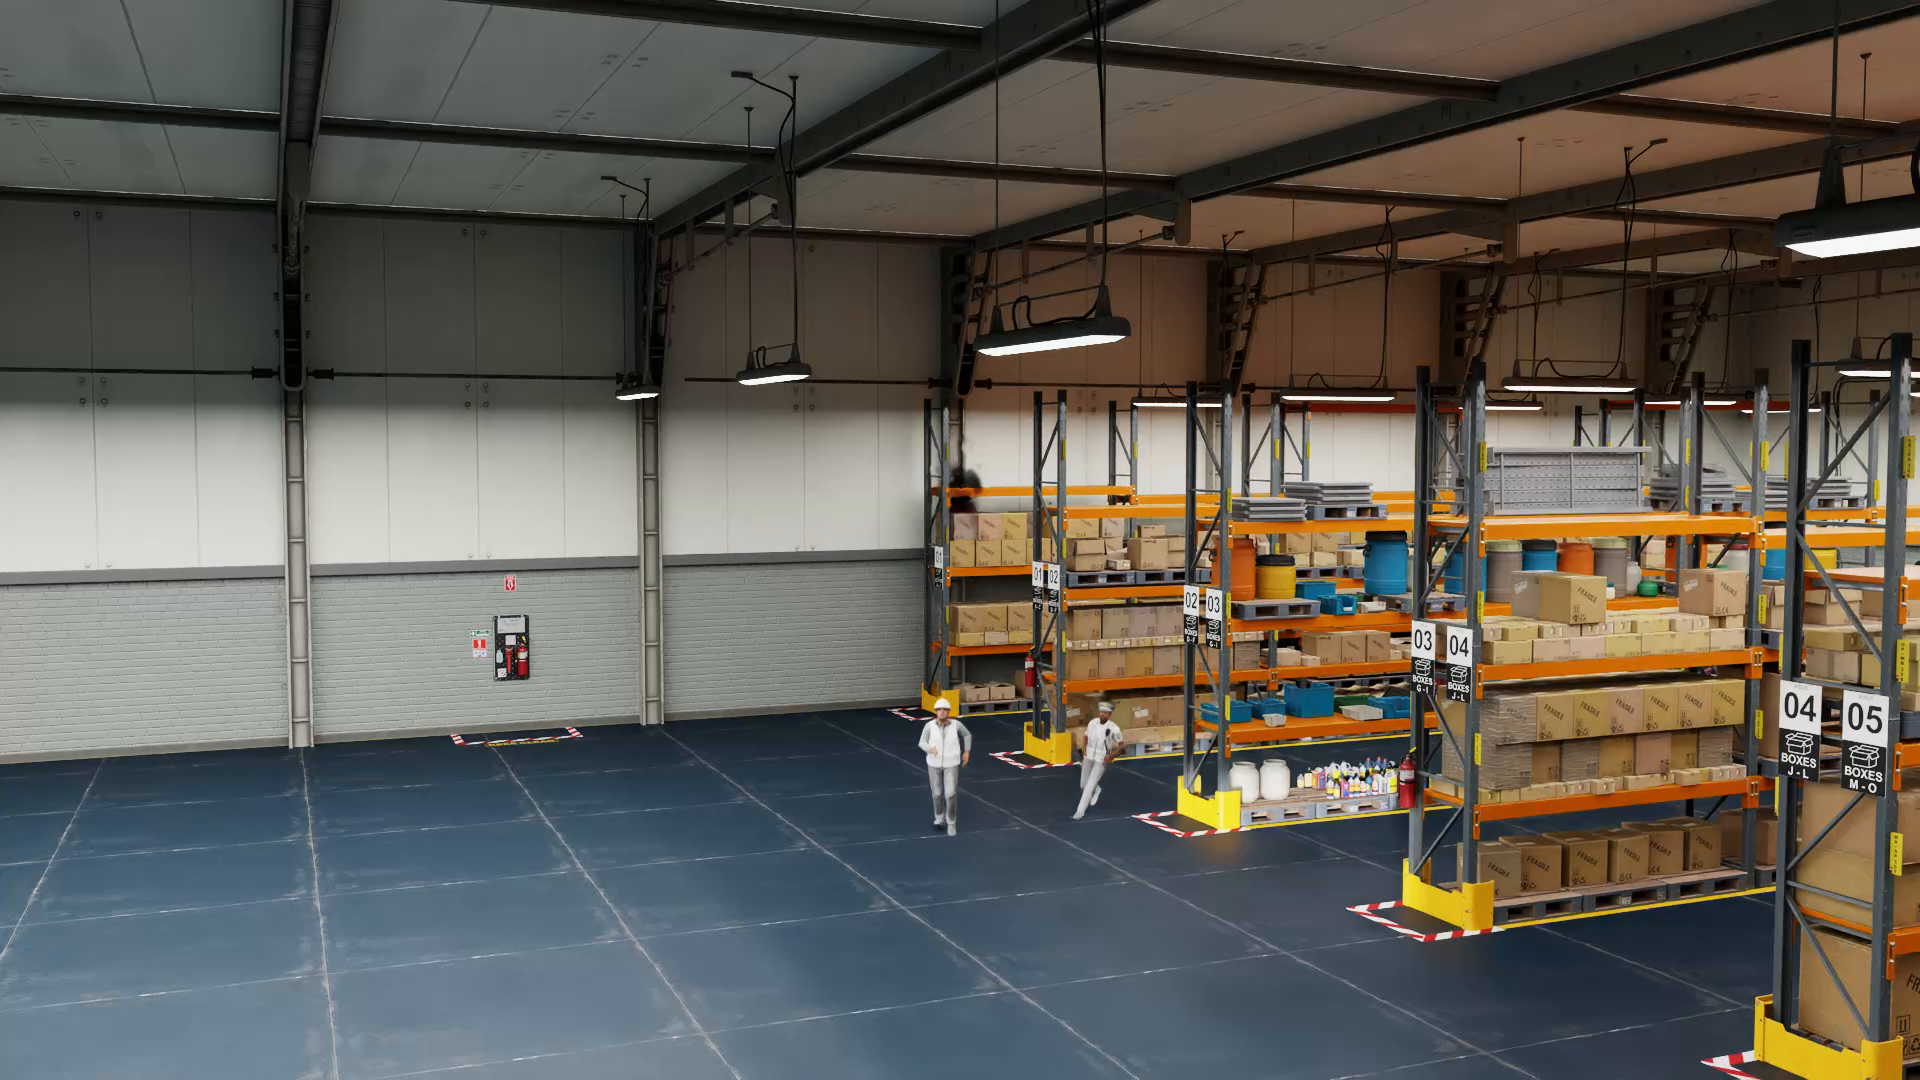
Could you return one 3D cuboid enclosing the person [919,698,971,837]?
[{"bbox_3d":[-0.207,3.007,21.944,0.675,1.850,0.748,0,3,4],"label":"person"}]

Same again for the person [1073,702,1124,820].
[{"bbox_3d":[1.955,3.014,22.936,0.637,1.625,0.741,2,4,30],"label":"person"}]
